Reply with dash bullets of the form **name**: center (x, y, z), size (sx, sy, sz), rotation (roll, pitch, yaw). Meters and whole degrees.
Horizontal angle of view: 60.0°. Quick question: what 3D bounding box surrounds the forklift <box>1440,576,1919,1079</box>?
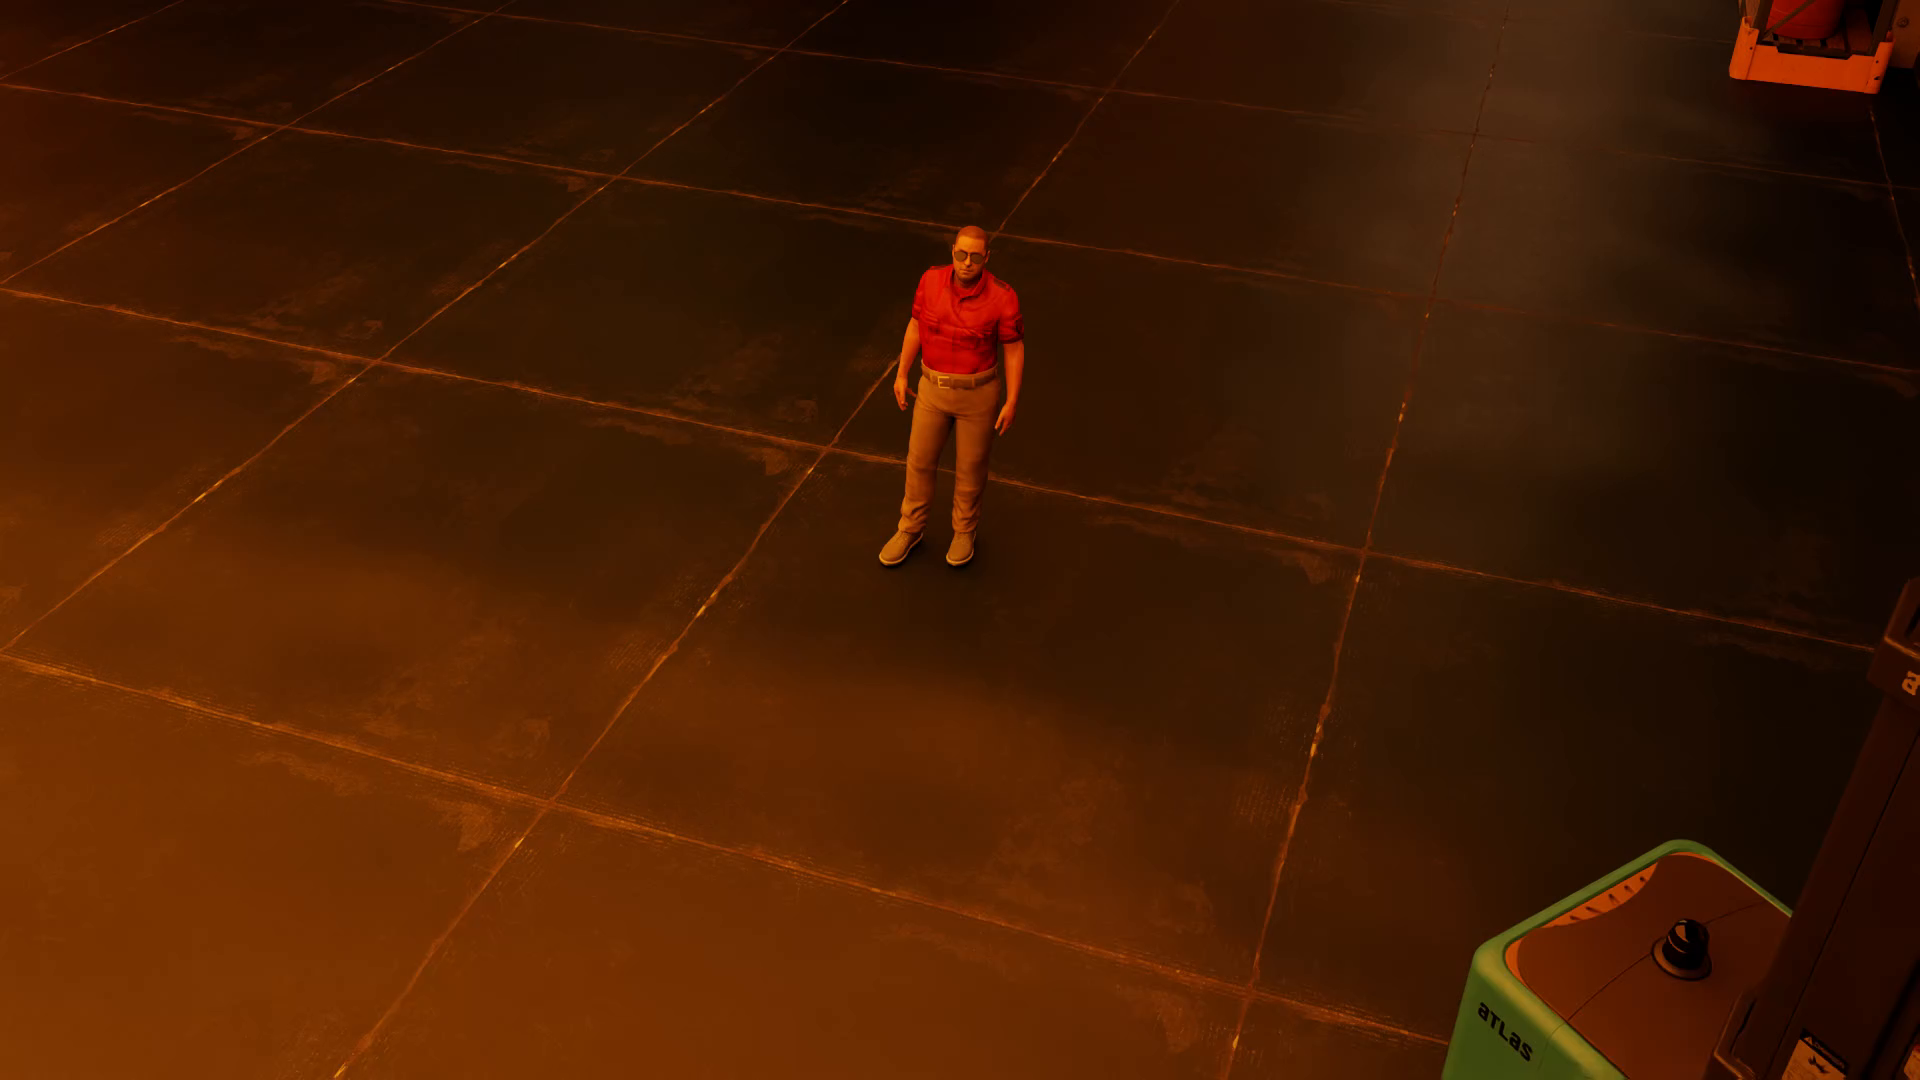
- **forklift**: center (2.732, 1.510, 3.981), size (1.130, 2.935, 3.031), rotation (-19, 40, -25)

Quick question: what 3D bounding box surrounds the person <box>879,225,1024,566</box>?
- **person**: center (-0.041, -0.664, 8.075), size (0.641, 1.725, 0.550), rotation (12, 37, 16)
